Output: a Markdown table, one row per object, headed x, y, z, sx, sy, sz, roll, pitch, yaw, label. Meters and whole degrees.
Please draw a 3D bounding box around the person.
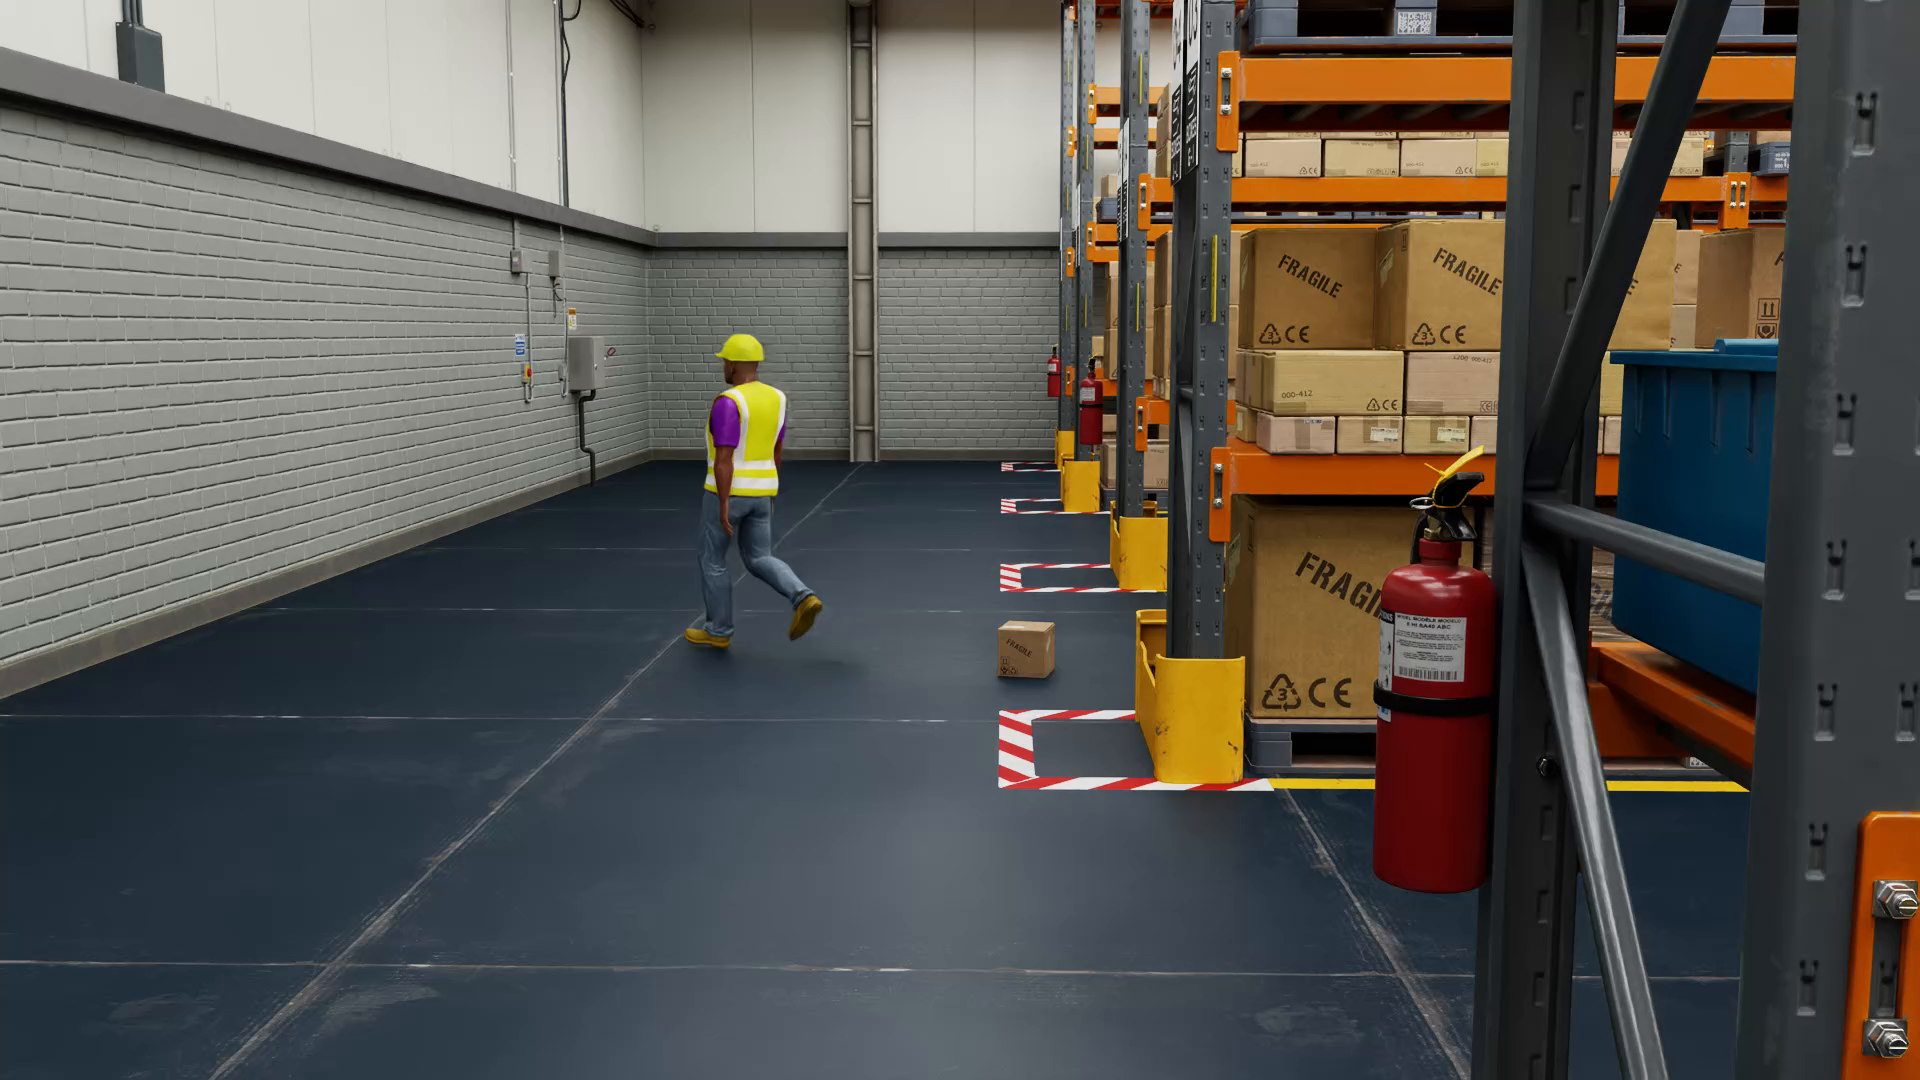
| x | y | z | sx | sy | sz | roll | pitch | yaw | label |
| --- | --- | --- | --- | --- | --- | --- | --- | --- | --- |
| -1.156 | -0.257 | 9.143 | 0.849 | 1.739 | 0.581 | 6 | 9 | 38 | person |
